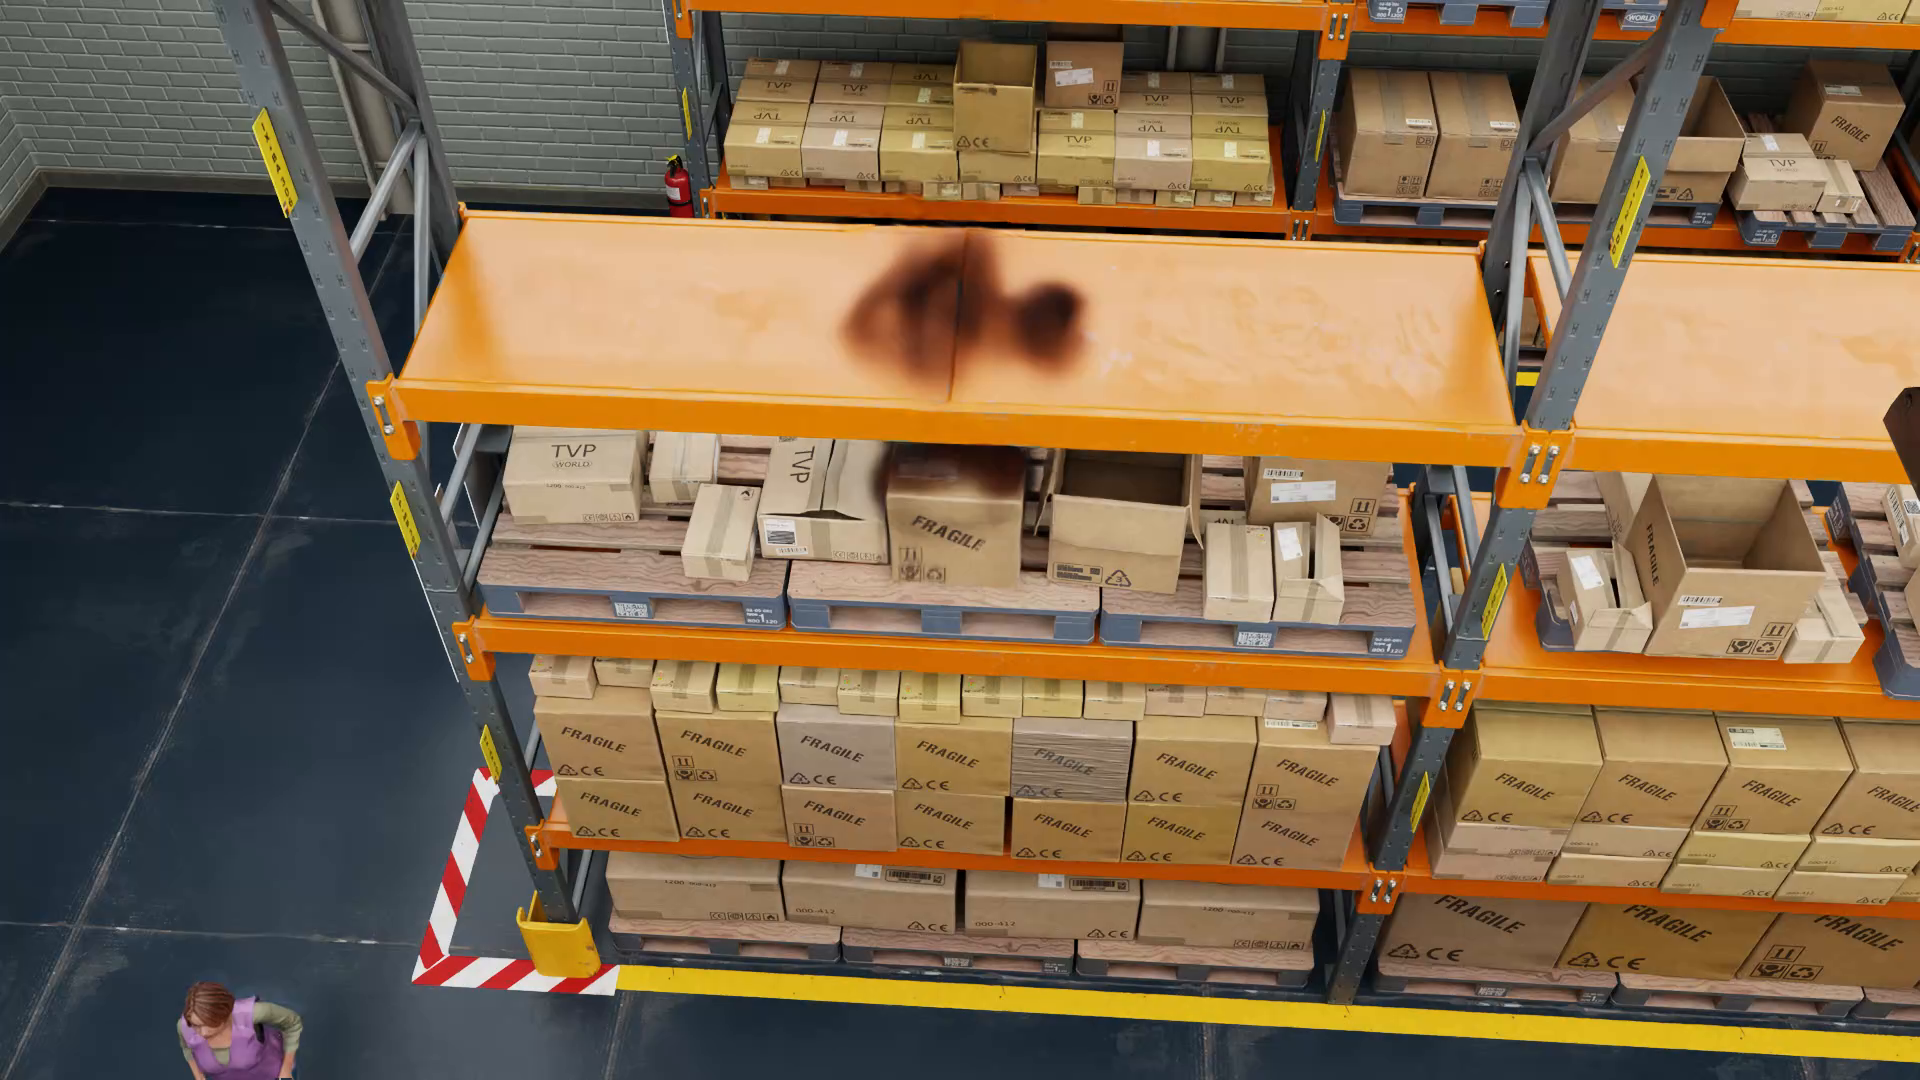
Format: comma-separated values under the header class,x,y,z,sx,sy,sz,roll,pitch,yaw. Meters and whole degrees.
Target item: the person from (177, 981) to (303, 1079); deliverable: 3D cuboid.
class,x,y,z,sx,sy,sz,roll,pitch,yaw
person,-3.202,2.336,7.600,0.522,1.547,0.598,-7,48,-6
